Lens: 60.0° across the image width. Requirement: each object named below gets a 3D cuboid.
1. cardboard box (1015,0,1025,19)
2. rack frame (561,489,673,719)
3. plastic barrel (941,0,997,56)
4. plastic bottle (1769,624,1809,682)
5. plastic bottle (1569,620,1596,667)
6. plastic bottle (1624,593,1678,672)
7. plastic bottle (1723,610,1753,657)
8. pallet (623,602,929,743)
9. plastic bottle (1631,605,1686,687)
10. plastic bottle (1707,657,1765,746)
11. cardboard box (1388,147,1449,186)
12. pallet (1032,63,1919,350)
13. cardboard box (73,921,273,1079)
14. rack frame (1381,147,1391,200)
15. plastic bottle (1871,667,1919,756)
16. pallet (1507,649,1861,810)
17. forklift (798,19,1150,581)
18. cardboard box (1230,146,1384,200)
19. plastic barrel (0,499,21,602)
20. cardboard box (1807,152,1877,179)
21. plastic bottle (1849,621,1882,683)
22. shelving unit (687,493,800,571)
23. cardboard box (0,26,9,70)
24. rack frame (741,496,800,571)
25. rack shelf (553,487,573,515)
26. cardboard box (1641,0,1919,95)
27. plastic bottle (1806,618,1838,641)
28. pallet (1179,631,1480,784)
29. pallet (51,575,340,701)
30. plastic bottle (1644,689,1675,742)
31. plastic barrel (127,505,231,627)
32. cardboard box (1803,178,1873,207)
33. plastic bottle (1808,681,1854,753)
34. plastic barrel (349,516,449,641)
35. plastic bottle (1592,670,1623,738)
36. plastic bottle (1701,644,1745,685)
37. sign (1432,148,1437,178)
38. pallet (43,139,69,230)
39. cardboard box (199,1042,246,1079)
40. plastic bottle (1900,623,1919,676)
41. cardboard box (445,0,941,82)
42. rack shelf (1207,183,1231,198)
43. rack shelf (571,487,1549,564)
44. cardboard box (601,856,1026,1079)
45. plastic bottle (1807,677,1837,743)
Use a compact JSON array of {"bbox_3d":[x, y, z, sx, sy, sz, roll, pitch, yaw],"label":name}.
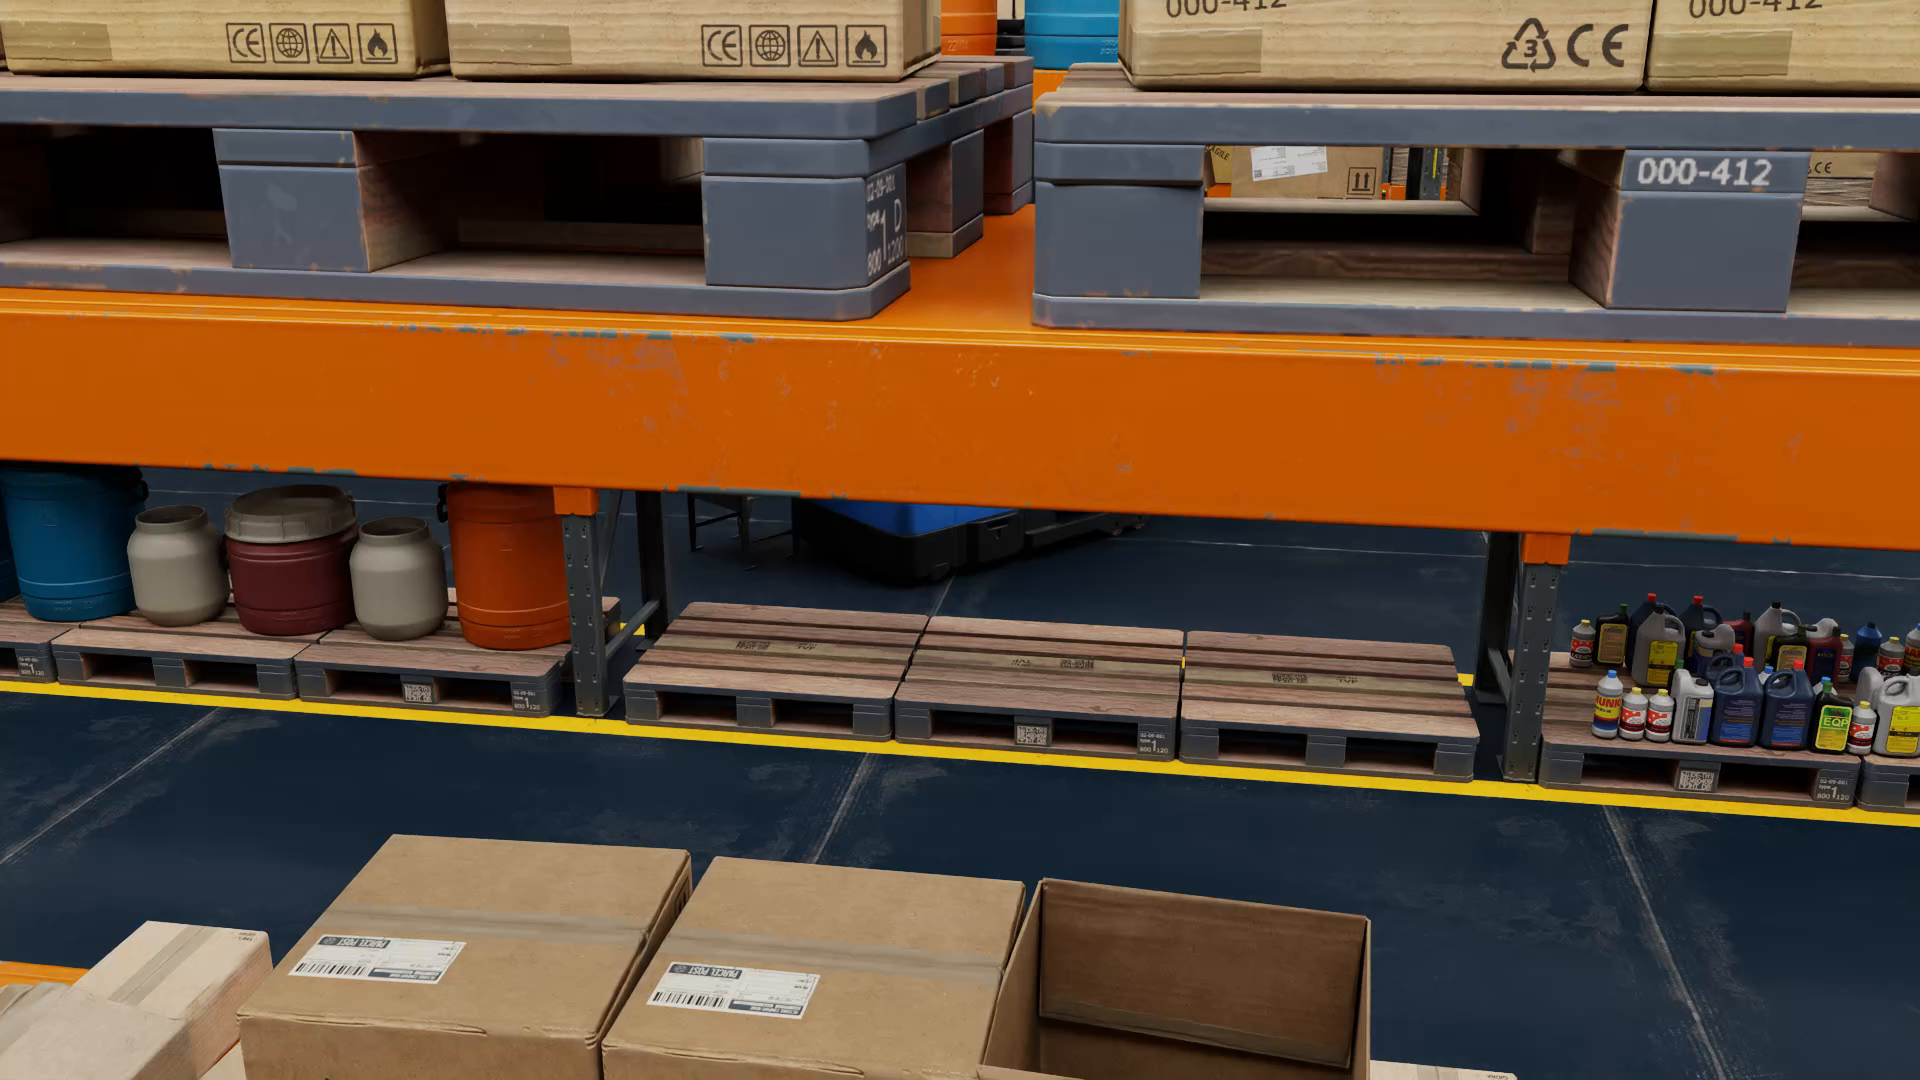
[{"bbox_3d":[0.651,-3.534,11.148,0.500,0.250,0.500,3,19,10],"label":"cardboard box"},{"bbox_3d":[-1.574,-0.784,7.418,0.127,3.000,1.000,3,19,9],"label":"rack frame"},{"bbox_3d":[-0.152,-2.267,6.448,0.708,0.830,0.600,3,19,9],"label":"plastic barrel"},{"bbox_3d":[3.574,0.499,7.173,0.133,0.283,0.061,3,19,9],"label":"plastic bottle"},{"bbox_3d":[2.783,0.457,7.427,0.097,0.201,0.097,0,18,0],"label":"plastic bottle"},{"bbox_3d":[3.056,0.407,7.339,0.185,0.351,0.144,2,19,7],"label":"plastic bottle"},{"bbox_3d":[3.413,0.444,7.336,0.133,0.283,0.061,4,19,12],"label":"plastic bottle"},{"bbox_3d":[-0.816,0.590,7.707,1.213,0.211,1.003,3,19,9],"label":"pallet"},{"bbox_3d":[3.034,0.453,7.204,0.185,0.351,0.144,3,19,9],"label":"plastic bottle"},{"bbox_3d":[3.106,0.636,6.656,0.185,0.351,0.144,3,19,10],"label":"plastic bottle"},{"bbox_3d":[4.413,-3.739,16.014,0.550,0.550,0.875,3,19,9],"label":"cardboard box"},{"bbox_3d":[0.713,-0.403,1.853,1.217,0.209,0.805,2,19,6],"label":"pallet"},{"bbox_3d":[-1.432,0.846,2.944,0.250,0.149,0.380,3,19,9],"label":"cardboard box"},{"bbox_3d":[4.047,-3.683,16.082,0.127,3.000,1.000,3,19,9],"label":"rack frame"},{"bbox_3d":[3.712,0.667,6.564,0.185,0.351,0.144,3,19,8],"label":"plastic bottle"},{"bbox_3d":[3.031,0.787,7.118,1.213,0.211,1.003,3,19,9],"label":"pallet"},{"bbox_3d":[0.518,-1.534,9.769,3.031,2.935,1.130,-15,24,-38],"label":"forklift"},{"bbox_3d":[2.398,-2.701,11.542,1.000,1.000,1.000,3,19,9],"label":"cardboard box"},{"bbox_3d":[-4.989,-0.156,8.188,0.708,0.901,0.600,3,19,9],"label":"plastic barrel"},{"bbox_3d":[5.540,-2.595,10.629,0.500,0.500,0.500,3,19,9],"label":"cardboard box"},{"bbox_3d":[3.946,0.483,7.239,0.097,0.271,0.097,0,18,0],"label":"plastic bottle"},{"bbox_3d":[-1.241,-0.922,9.250,0.503,2.100,0.431,17,25,41],"label":"shelving unit"},{"bbox_3d":[-1.387,-0.757,2.184,0.500,0.250,0.500,3,19,10],"label":"cardboard box"},{"bbox_3d":[-1.064,-0.869,9.091,0.015,2.100,0.400,17,25,41],"label":"rack frame"},{"bbox_3d":[-3.549,-0.543,7.833,4.000,0.370,1.077,3,19,9],"label":"rack shelf"},{"bbox_3d":[0.979,-0.615,1.761,0.500,0.250,0.500,5,19,14],"label":"cardboard box"},{"bbox_3d":[3.725,0.478,7.246,0.135,0.276,0.152,3,19,10],"label":"plastic bottle"},{"bbox_3d":[1.593,0.713,7.340,1.213,0.211,1.003,3,19,9],"label":"pallet"},{"bbox_3d":[-3.561,0.450,8.125,1.213,0.211,1.003,3,19,9],"label":"pallet"},{"bbox_3d":[2.821,0.700,6.701,0.097,0.201,0.097,0,18,0],"label":"plastic bottle"},{"bbox_3d":[-3.747,0.121,7.974,0.421,0.512,0.421,0,18,0],"label":"plastic barrel"},{"bbox_3d":[5.572,-2.184,10.976,0.500,0.500,0.875,3,19,9],"label":"cardboard box"},{"bbox_3d":[3.449,0.699,6.575,0.133,0.283,0.061,4,19,11],"label":"plastic bottle"},{"bbox_3d":[-2.632,0.177,7.805,0.421,0.512,0.421,0,18,0],"label":"plastic barrel"},{"bbox_3d":[2.620,0.656,6.721,0.097,0.271,0.097,0,18,0],"label":"plastic bottle"},{"bbox_3d":[3.129,0.591,6.791,0.185,0.351,0.144,3,19,9],"label":"plastic bottle"},{"bbox_3d":[3.076,-2.509,10.750,0.005,0.325,0.100,3,19,9],"label":"sign"},{"bbox_3d":[-1.680,-0.559,2.316,1.003,0.211,1.213,4,19,11],"label":"pallet"},{"bbox_3d":[-1.096,0.934,2.681,0.250,0.149,0.380,4,19,13],"label":"cardboard box"},{"bbox_3d":[4.146,0.493,7.208,0.097,0.271,0.097,0,18,0],"label":"plastic bottle"},{"bbox_3d":[-0.293,-0.697,2.005,0.500,0.250,0.500,1,19,4],"label":"cardboard box"},{"bbox_3d":[2.072,-3.442,16.497,4.000,0.370,1.077,3,19,9],"label":"rack shelf"},{"bbox_3d":[0.400,-0.342,7.231,4.000,0.370,1.077,3,19,9],"label":"rack shelf"},{"bbox_3d":[-0.185,0.826,2.448,0.500,0.500,0.500,3,19,9],"label":"cardboard box"},{"bbox_3d":[3.444,0.679,6.654,0.097,0.271,0.097,0,18,0],"label":"plastic bottle"}]
